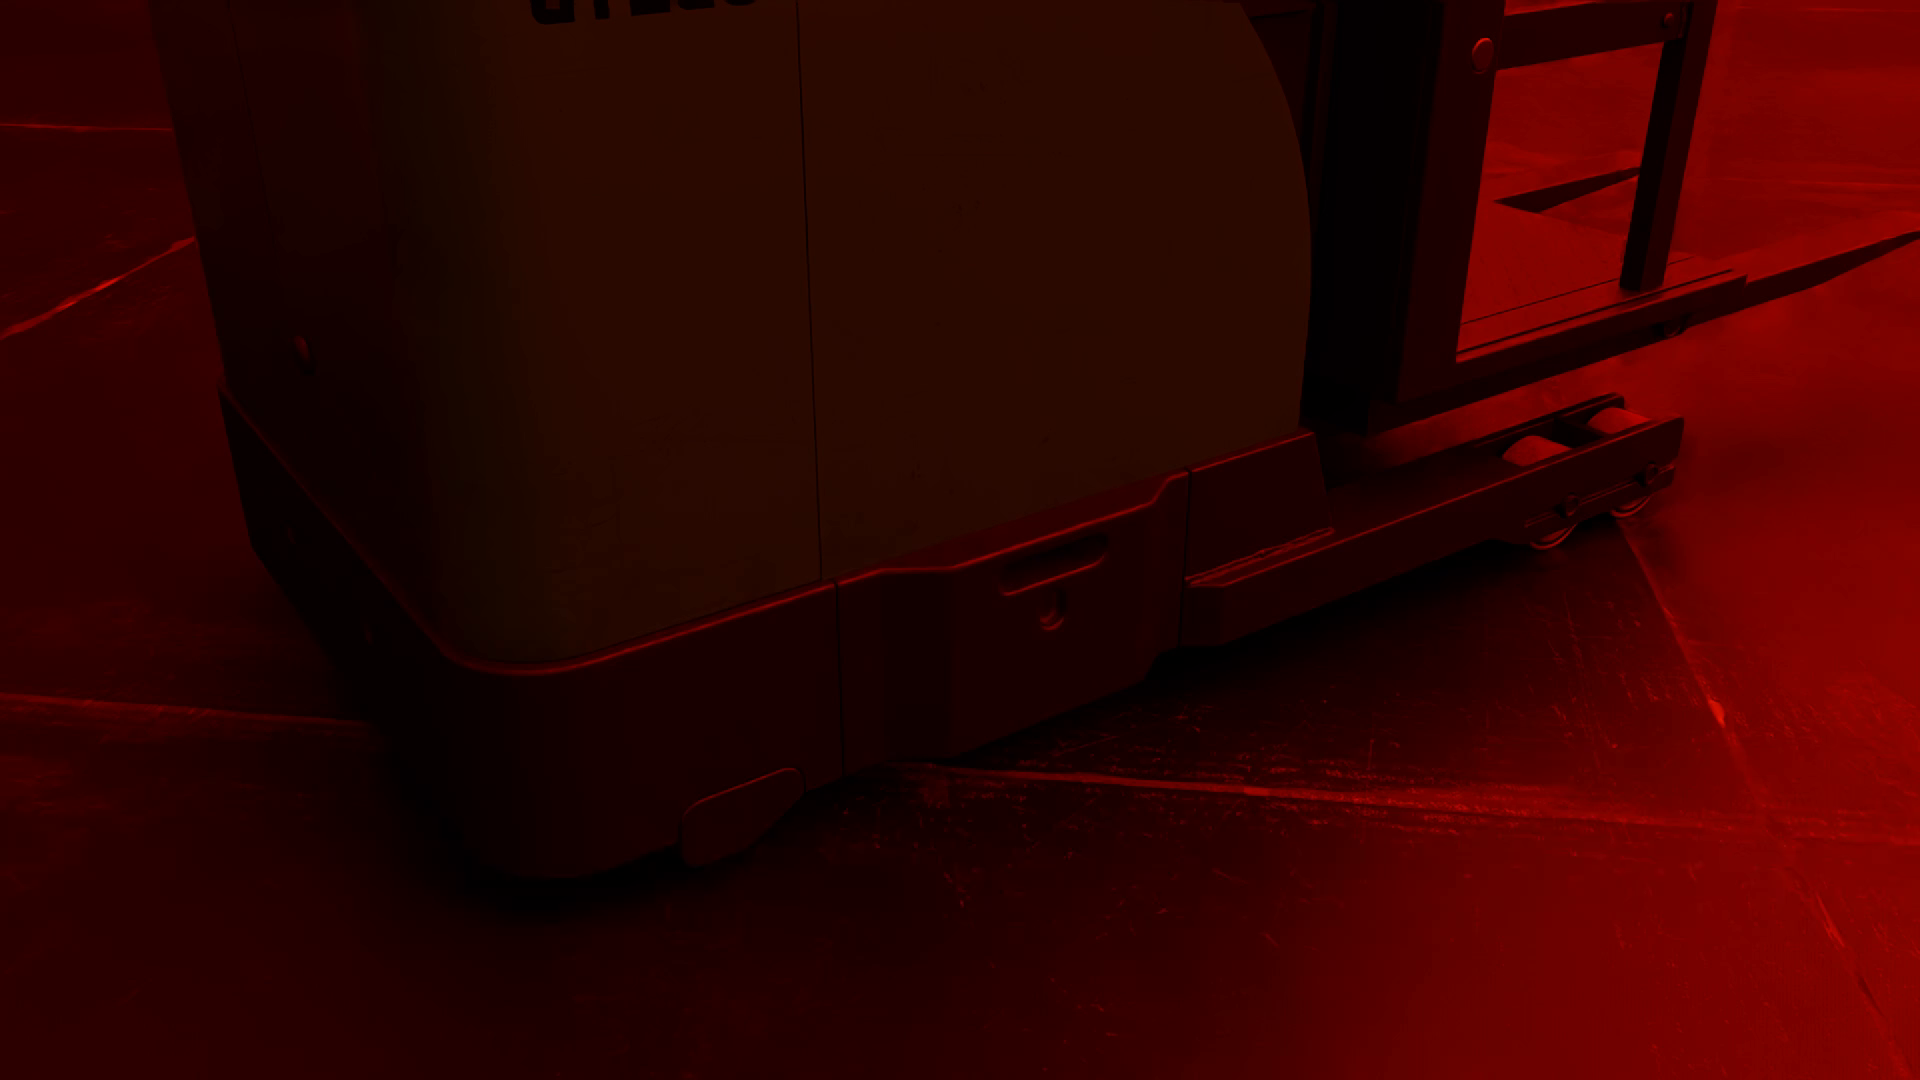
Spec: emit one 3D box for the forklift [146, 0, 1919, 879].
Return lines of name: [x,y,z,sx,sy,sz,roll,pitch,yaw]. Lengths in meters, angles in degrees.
forklift: [0.496,-1.471,2.166,3.031,2.935,1.130,-18,31,-31]
